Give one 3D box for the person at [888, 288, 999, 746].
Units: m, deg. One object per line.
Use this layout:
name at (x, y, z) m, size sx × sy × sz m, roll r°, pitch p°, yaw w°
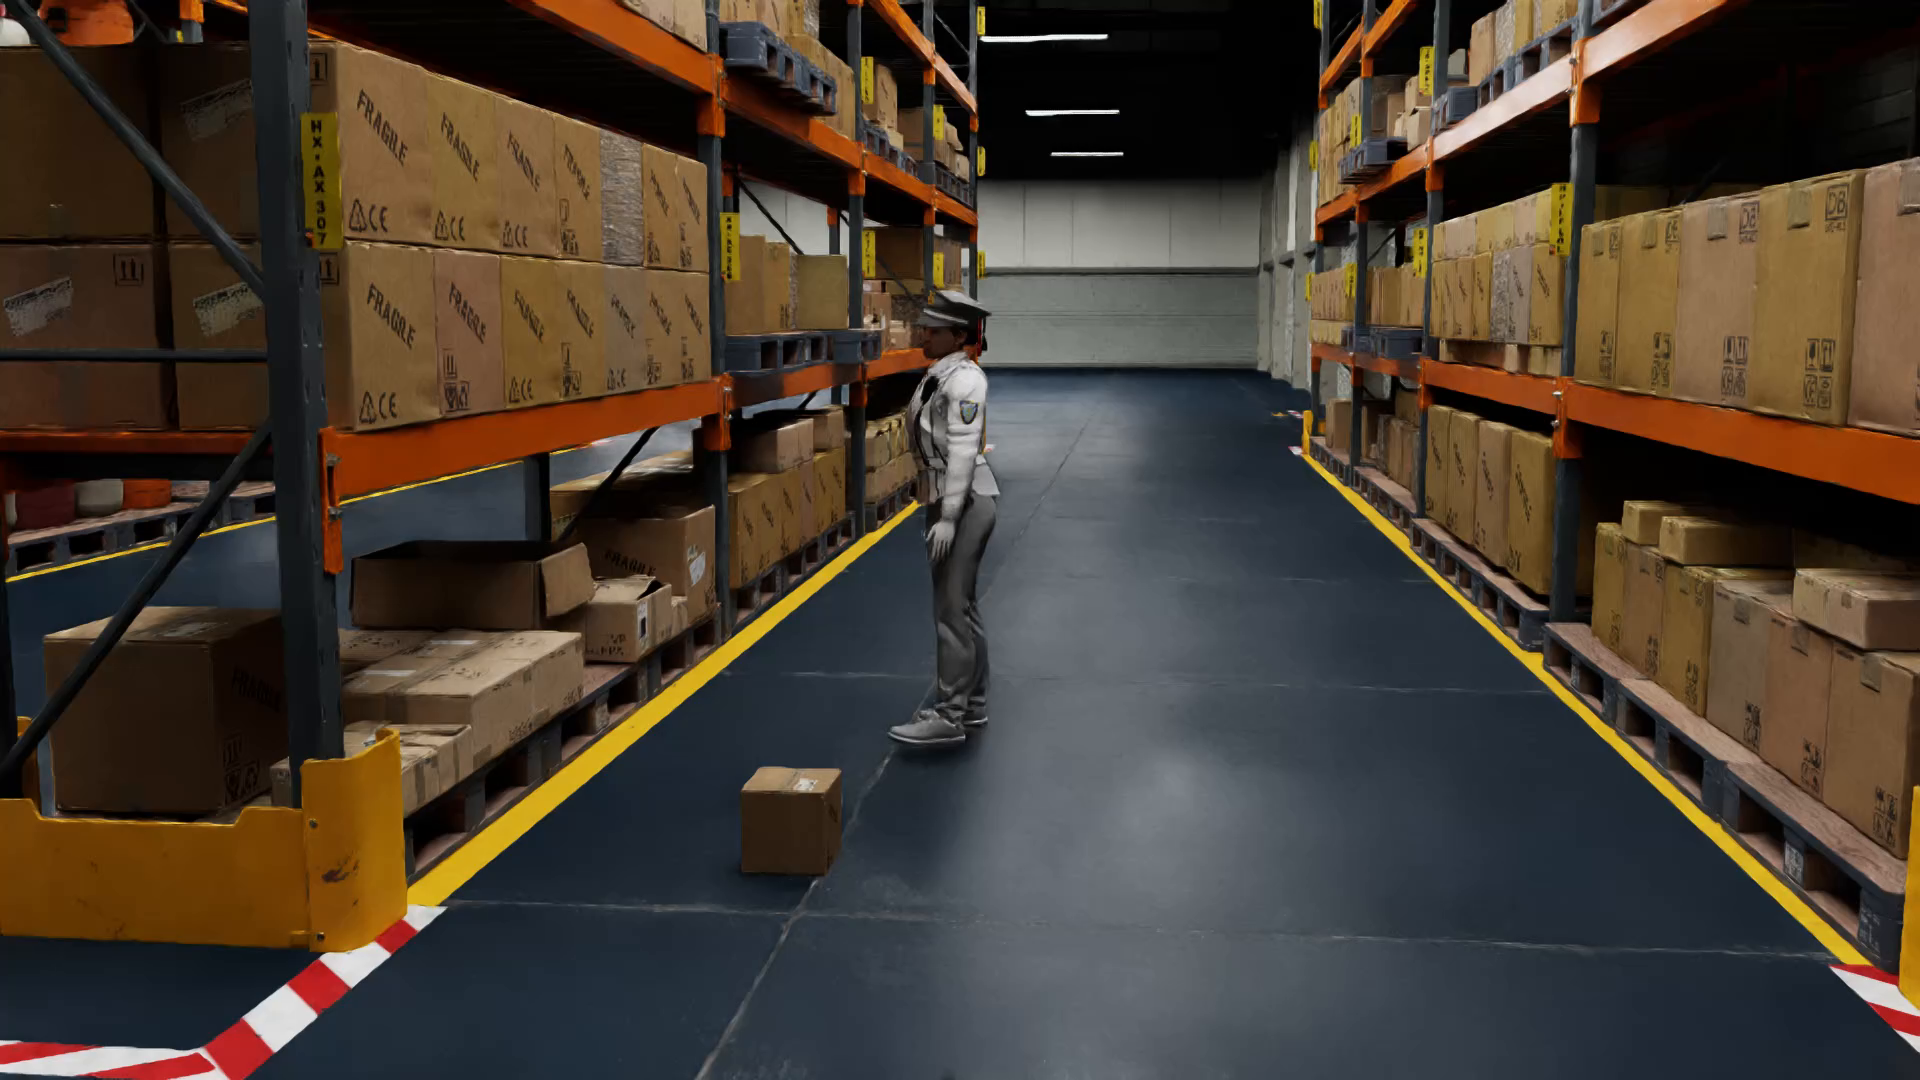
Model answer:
person at (-0.079, -0.085, 6.175) m, size 0.430 × 1.686 × 0.540 m, roll -2°, pitch 8°, yaw -11°
